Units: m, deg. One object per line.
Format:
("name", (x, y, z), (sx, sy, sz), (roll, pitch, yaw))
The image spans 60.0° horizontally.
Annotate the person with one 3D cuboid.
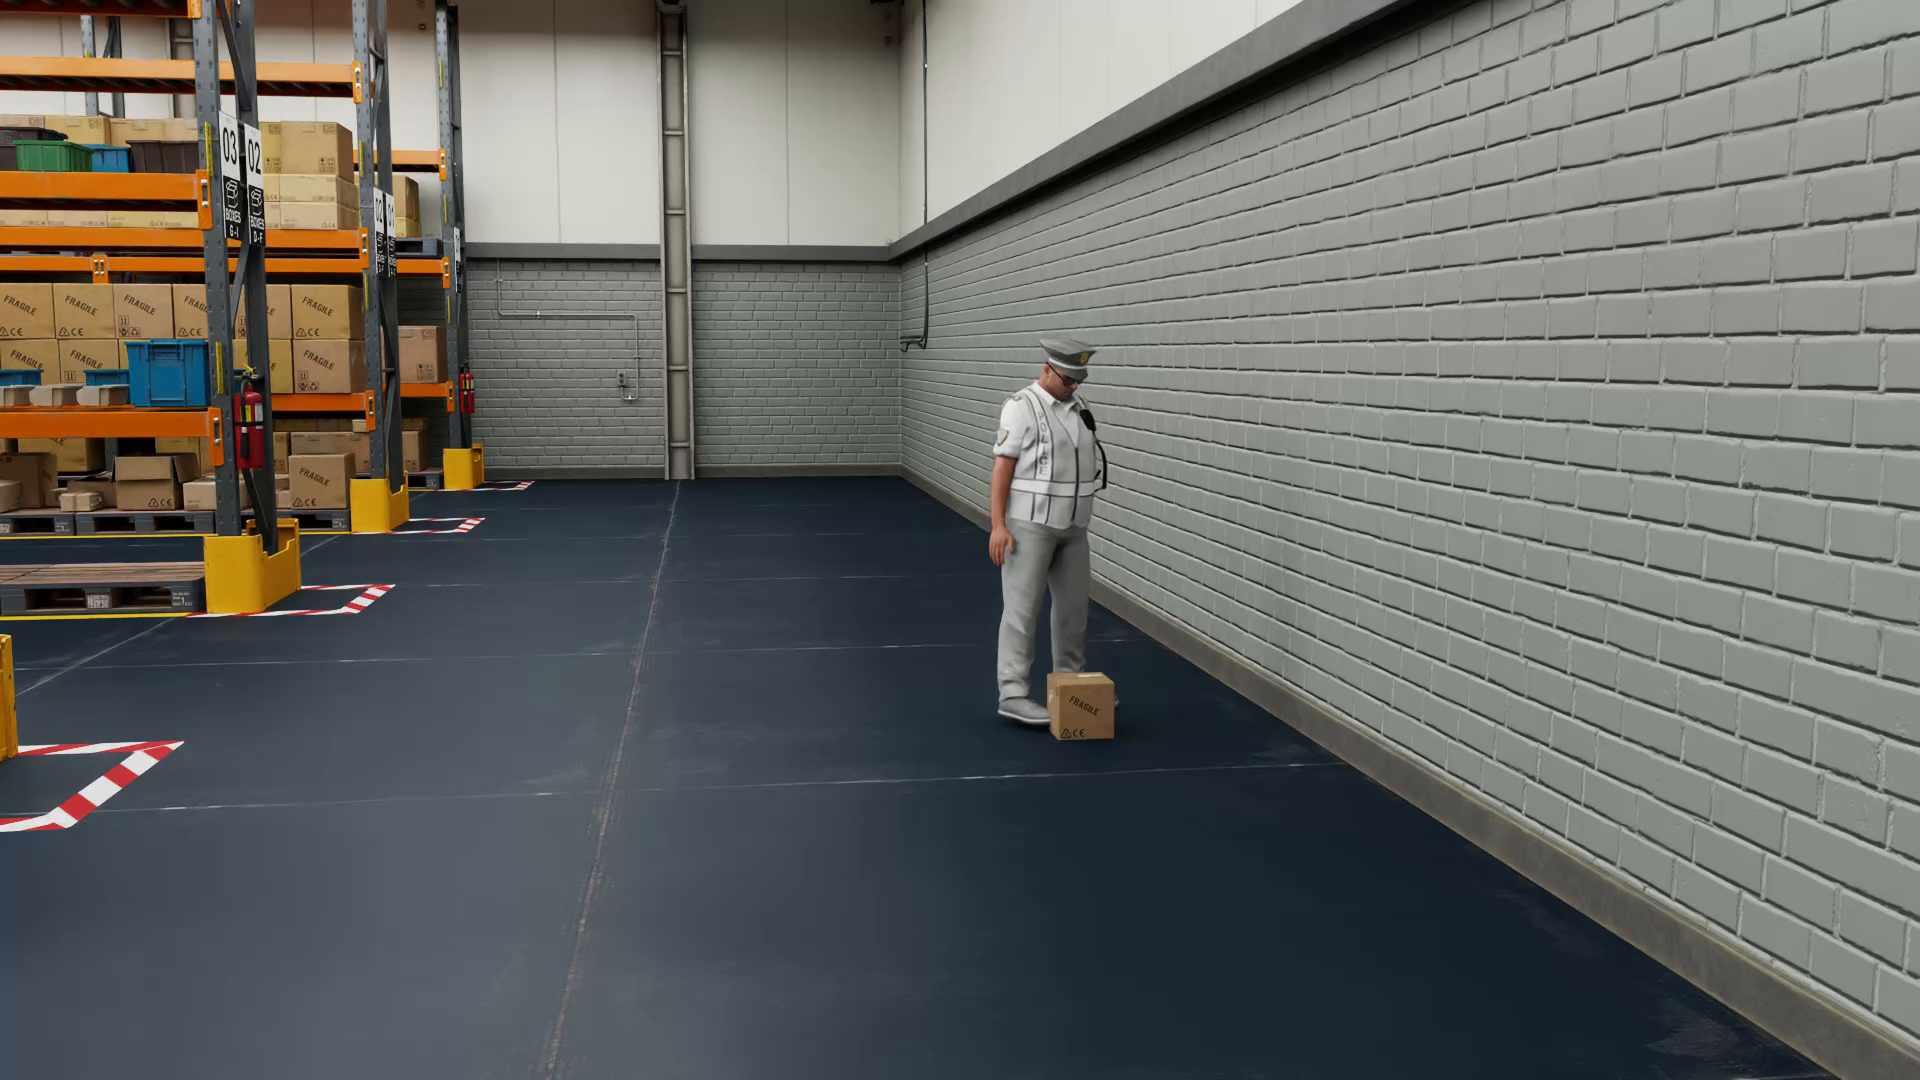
("person", (0.439, -0.055, 7.625), (0.657, 1.740, 0.492), (-5, 8, -40))
